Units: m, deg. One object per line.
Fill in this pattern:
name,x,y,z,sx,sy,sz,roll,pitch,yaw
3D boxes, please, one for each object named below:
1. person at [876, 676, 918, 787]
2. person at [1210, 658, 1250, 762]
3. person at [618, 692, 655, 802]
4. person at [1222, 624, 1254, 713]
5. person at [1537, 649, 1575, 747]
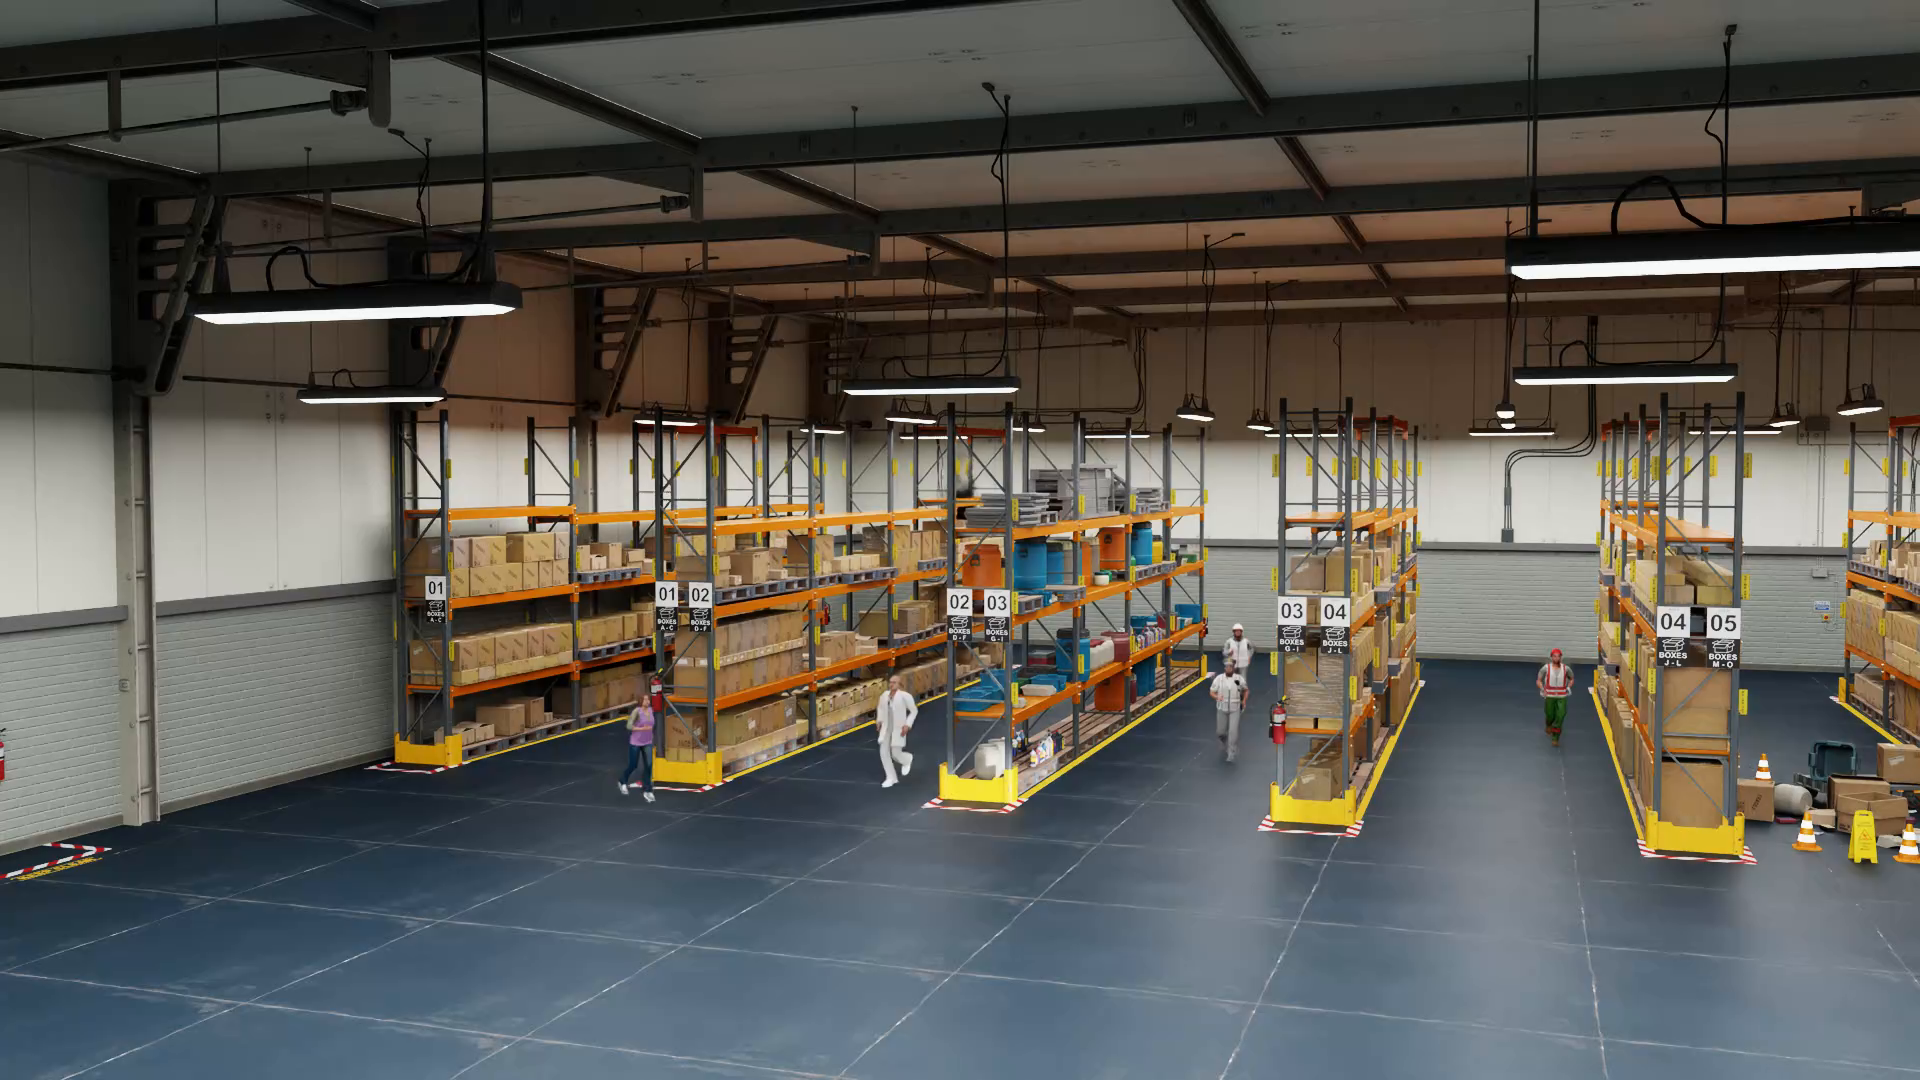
person,-1.004,3.021,26.415,0.737,1.753,0.710,1,3,27
person,4.641,2.897,28.630,0.675,1.747,0.834,0,2,11
person,-4.833,3.109,25.176,0.836,1.612,0.542,2,3,44
person,5.745,2.643,34.362,0.639,1.825,0.734,1,2,12
person,10.798,2.839,30.115,0.653,1.749,0.734,1,3,14
